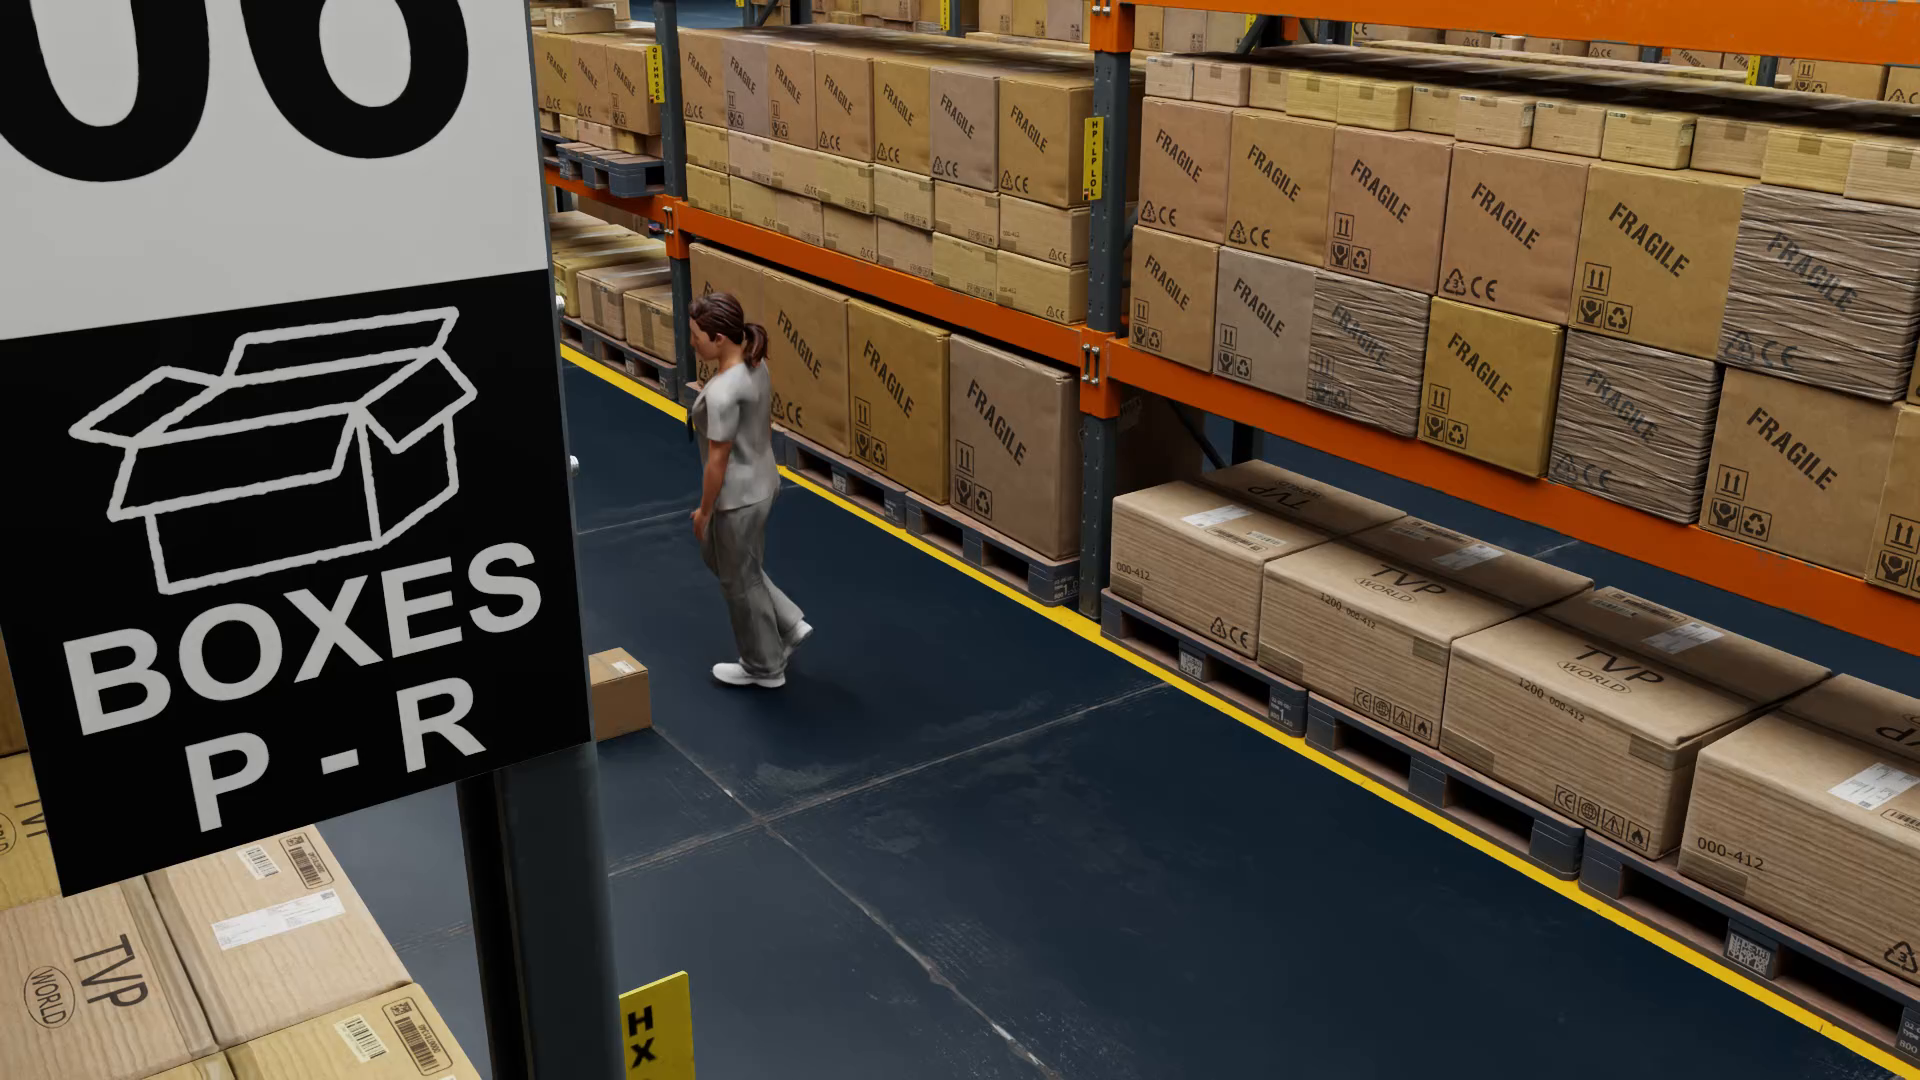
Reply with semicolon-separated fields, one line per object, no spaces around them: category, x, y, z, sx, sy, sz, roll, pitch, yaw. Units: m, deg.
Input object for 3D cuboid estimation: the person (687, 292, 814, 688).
person;-0.852;-0.155;6.482;0.457;1.637;0.496;4;22;10
